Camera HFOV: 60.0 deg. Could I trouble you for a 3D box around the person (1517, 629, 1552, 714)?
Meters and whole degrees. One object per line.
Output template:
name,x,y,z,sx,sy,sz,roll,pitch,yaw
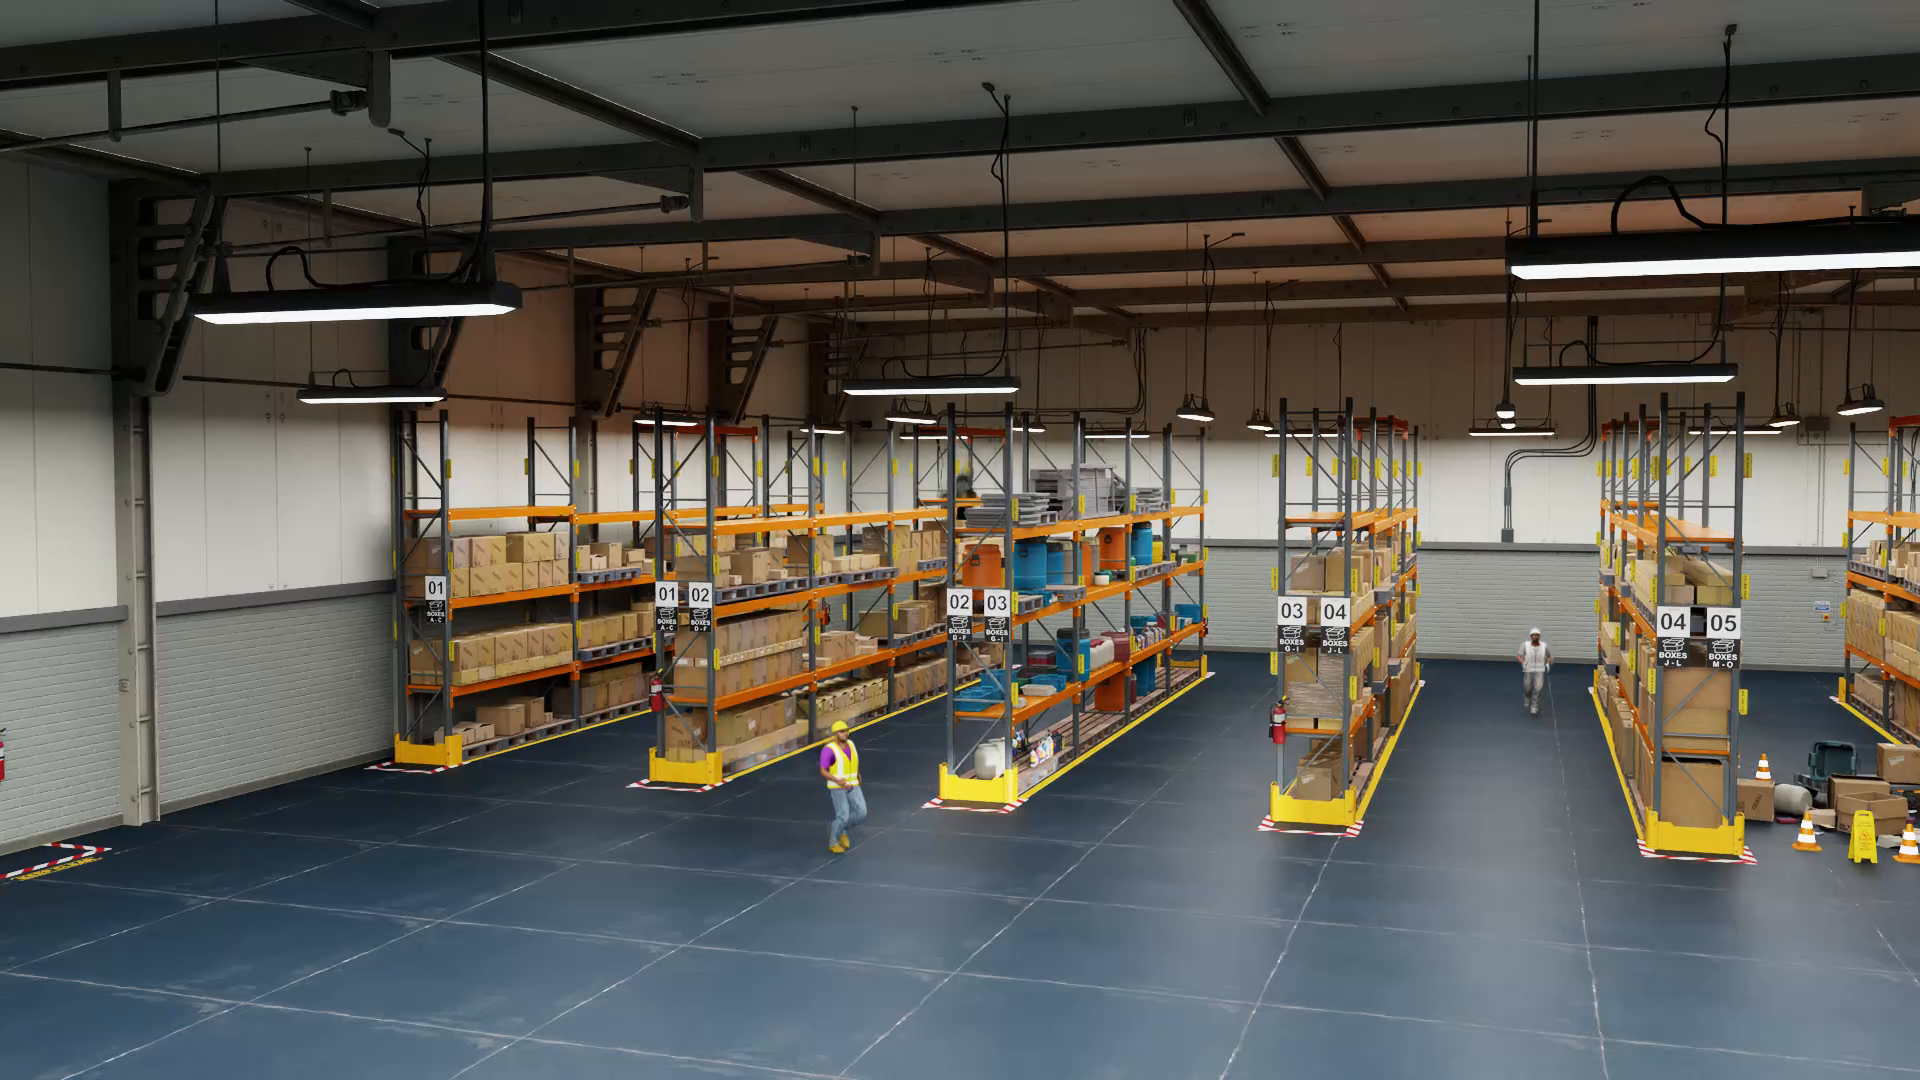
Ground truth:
person,11.739,2.675,33.974,0.669,1.737,0.597,1,3,13

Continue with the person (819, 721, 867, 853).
person,-1.493,3.208,21.619,0.704,1.721,0.555,-2,3,-44

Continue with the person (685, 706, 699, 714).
person,-5.064,2.864,31.558,0.547,1.563,0.755,0,2,4
